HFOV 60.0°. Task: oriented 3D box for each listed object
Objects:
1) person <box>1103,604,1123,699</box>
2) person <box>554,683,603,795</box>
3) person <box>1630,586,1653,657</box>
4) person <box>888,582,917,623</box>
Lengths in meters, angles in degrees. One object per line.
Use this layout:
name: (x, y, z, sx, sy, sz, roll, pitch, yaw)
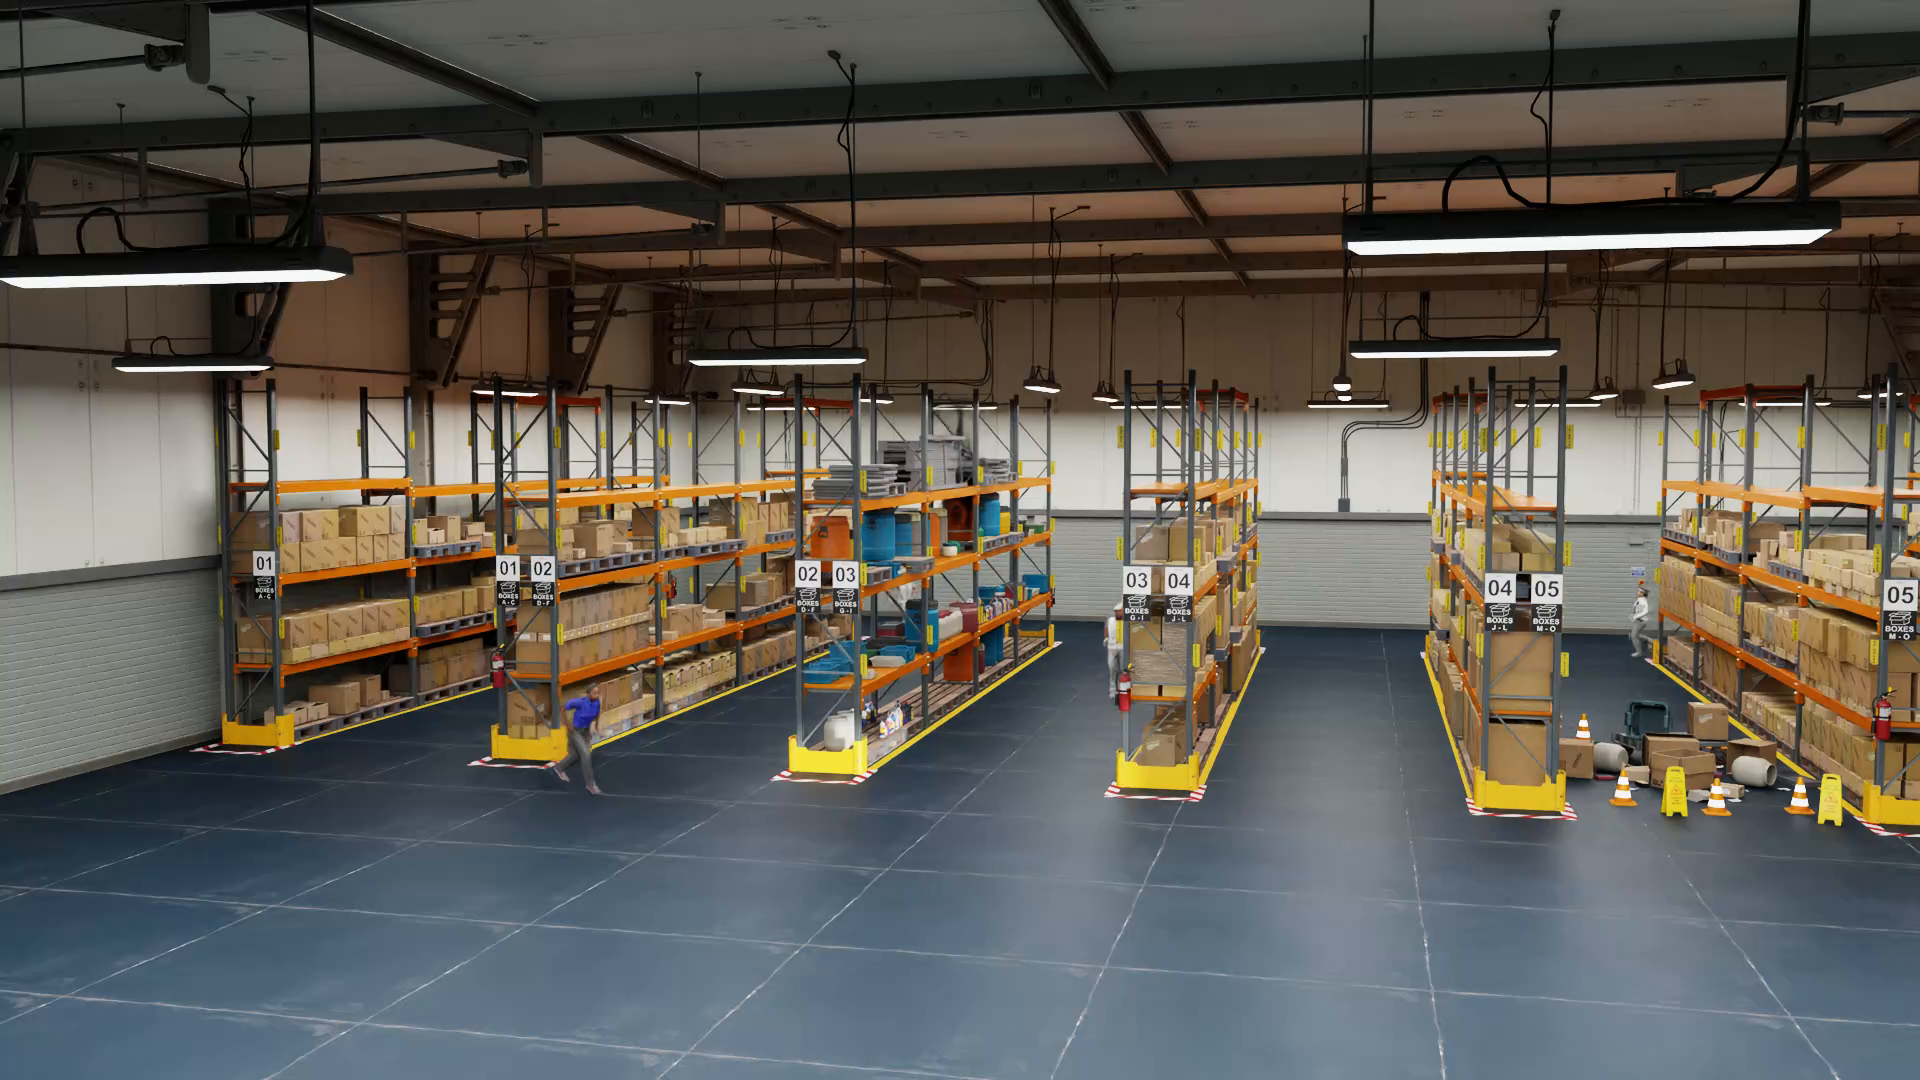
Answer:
person: (3.106, 2.148, 32.484, 0.680, 1.794, 0.990, 1, 4, 15)
person: (-5.481, 2.815, 23.733, 0.966, 1.615, 0.613, 3, 4, 38)
person: (15.778, 1.889, 38.438, 0.562, 1.652, 0.617, 1, 4, 15)
person: (-1.384, 1.615, 41.658, 0.725, 1.812, 0.862, -2, 4, -34)
